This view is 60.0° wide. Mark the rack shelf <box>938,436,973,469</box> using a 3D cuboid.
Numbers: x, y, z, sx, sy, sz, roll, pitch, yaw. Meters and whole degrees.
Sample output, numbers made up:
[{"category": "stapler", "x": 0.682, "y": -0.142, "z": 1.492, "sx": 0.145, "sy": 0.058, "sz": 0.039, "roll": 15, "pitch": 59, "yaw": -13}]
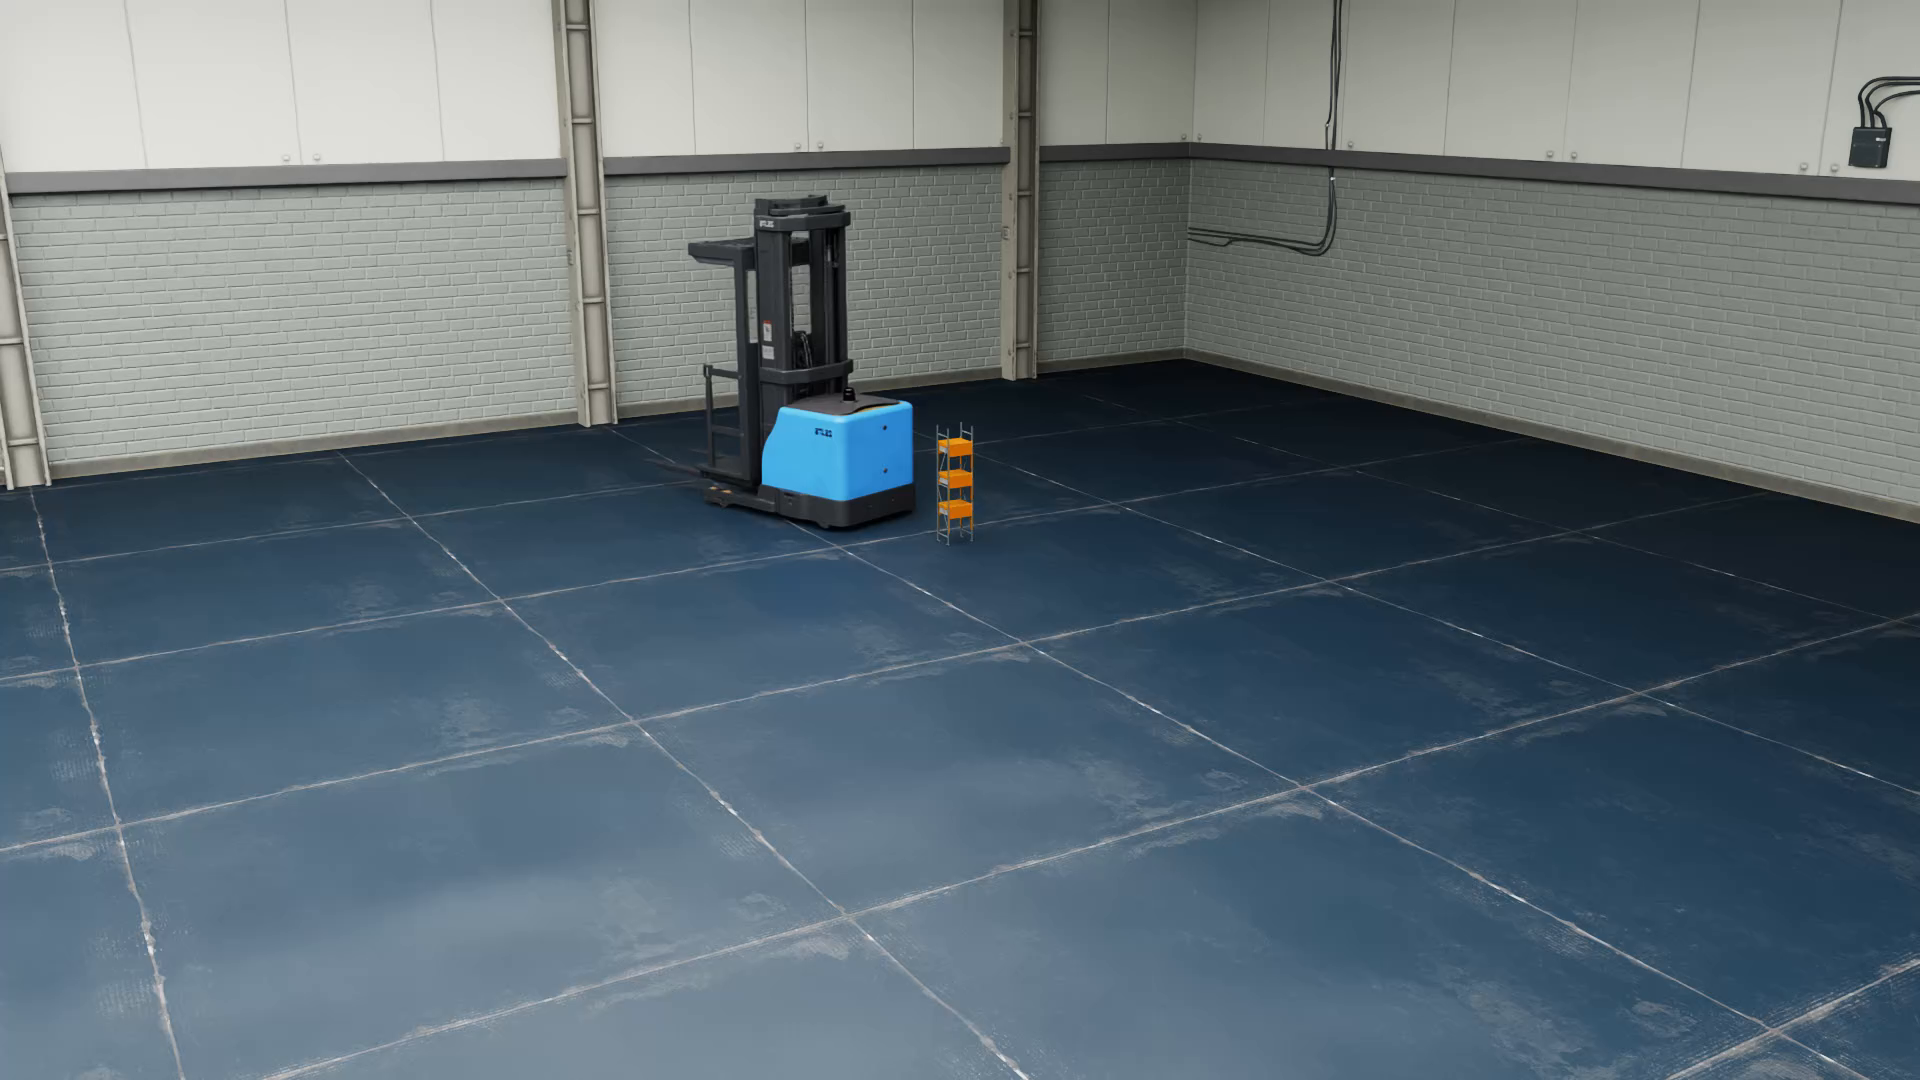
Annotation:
[{"category": "rack shelf", "x": -0.046, "y": -0.761, "z": 14.668, "sx": 0.240, "sy": 0.259, "sz": 0.215, "roll": -9, "pitch": 18, "yaw": -30}]

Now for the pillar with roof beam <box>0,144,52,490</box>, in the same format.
[{"category": "pillar with roof beam", "x": -7.261, "y": -3.903, "z": 12.163, "sx": 0.400, "sy": 9.000, "sz": 9.100, "roll": -9, "pitch": 18, "yaw": -30}]

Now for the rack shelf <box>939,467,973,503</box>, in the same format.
[{"category": "rack shelf", "x": -0.046, "y": -0.488, "z": 14.744, "sx": 0.240, "sy": 0.259, "sz": 0.215, "roll": -9, "pitch": 18, "yaw": -30}]

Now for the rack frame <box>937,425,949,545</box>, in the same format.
[{"category": "rack frame", "x": -0.150, "y": -0.481, "z": 14.681, "sx": 0.008, "sy": 1.050, "sz": 0.200, "roll": -9, "pitch": 18, "yaw": -30}]

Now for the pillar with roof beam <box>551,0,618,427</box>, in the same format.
[{"category": "pillar with roof beam", "x": -2.118, "y": -4.737, "z": 15.138, "sx": 0.400, "sy": 9.000, "sz": 9.100, "roll": -9, "pitch": 18, "yaw": -30}]

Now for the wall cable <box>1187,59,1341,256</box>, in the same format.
[{"category": "wall cable", "x": 4.014, "y": -5.176, "z": 22.455, "sx": 0.112, "sy": 2.526, "sz": 3.097, "roll": -9, "pitch": 18, "yaw": -30}]

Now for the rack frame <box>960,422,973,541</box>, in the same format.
[{"category": "rack frame", "x": 0.059, "y": -0.515, "z": 14.802, "sx": 0.008, "sy": 1.050, "sz": 0.200, "roll": -9, "pitch": 18, "yaw": -30}]

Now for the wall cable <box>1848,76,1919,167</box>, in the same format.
[{"category": "wall cable", "x": 8.890, "y": -6.110, "z": 13.734, "sx": 0.169, "sy": 6.003, "sz": 2.305, "roll": -9, "pitch": 18, "yaw": -30}]

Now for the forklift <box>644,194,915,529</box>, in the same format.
[{"category": "forklift", "x": -1.874, "y": -1.822, "z": 15.980, "sx": 3.031, "sy": 2.935, "sz": 1.130, "roll": 13, "pitch": 20, "yaw": 39}]

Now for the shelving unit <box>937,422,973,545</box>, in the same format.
[{"category": "shelving unit", "x": -0.046, "y": -0.498, "z": 14.742, "sx": 0.252, "sy": 1.050, "sz": 0.215, "roll": -9, "pitch": 18, "yaw": -30}]

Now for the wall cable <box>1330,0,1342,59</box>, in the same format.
[{"category": "wall cable", "x": 5.408, "y": -6.982, "z": 19.541, "sx": 0.112, "sy": 2.526, "sz": 3.097, "roll": -9, "pitch": 18, "yaw": -30}]

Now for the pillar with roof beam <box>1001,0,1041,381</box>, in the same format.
[{"category": "pillar with roof beam", "x": 3.025, "y": -5.572, "z": 18.114, "sx": 0.400, "sy": 9.000, "sz": 9.100, "roll": -9, "pitch": 18, "yaw": -30}]

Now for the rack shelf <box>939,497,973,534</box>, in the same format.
[{"category": "rack shelf", "x": -0.046, "y": -0.220, "z": 14.819, "sx": 0.240, "sy": 0.259, "sz": 0.215, "roll": -9, "pitch": 18, "yaw": -30}]
